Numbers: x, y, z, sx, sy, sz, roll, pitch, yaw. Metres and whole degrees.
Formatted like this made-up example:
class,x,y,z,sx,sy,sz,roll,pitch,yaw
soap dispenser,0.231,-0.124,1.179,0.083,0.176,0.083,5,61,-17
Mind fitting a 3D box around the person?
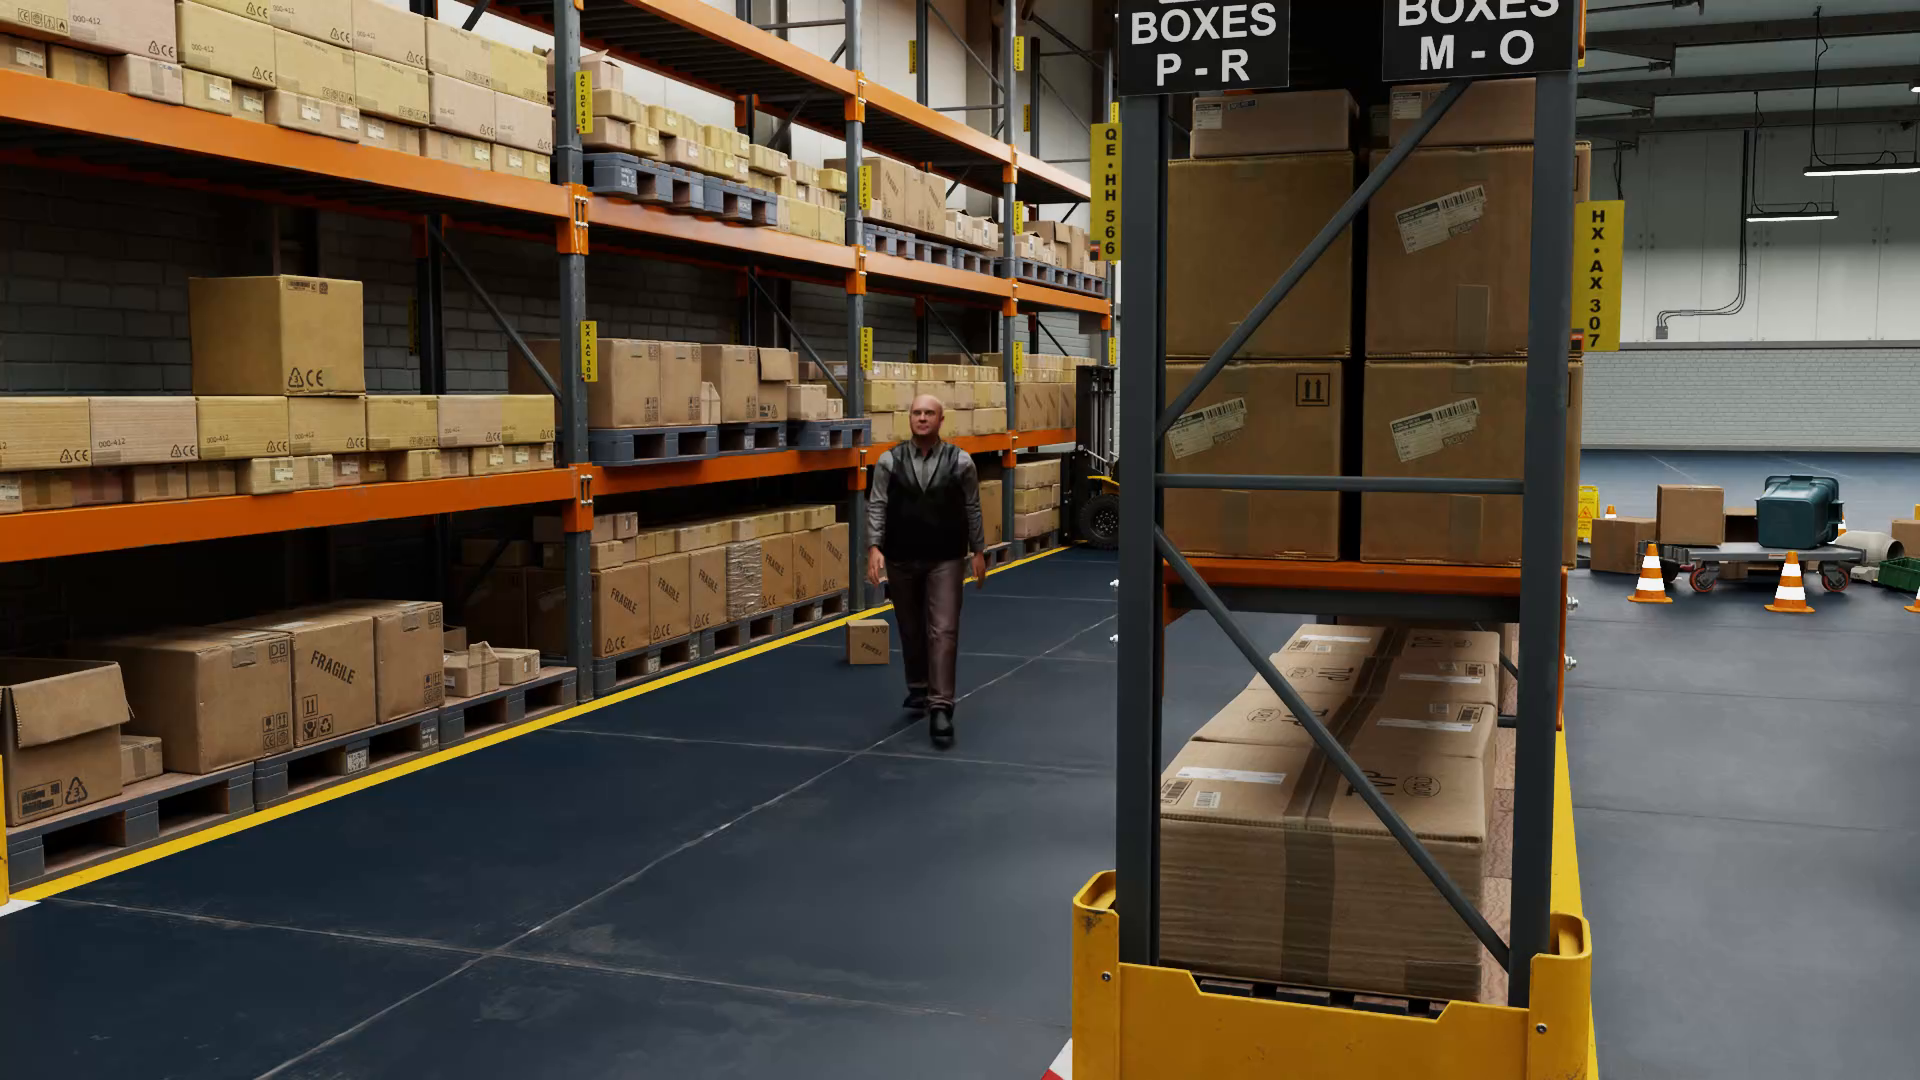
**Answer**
class,x,y,z,sx,sy,sz,roll,pitch,yaw
person,-0.180,0.136,8.426,0.589,1.574,1.035,1,5,6
